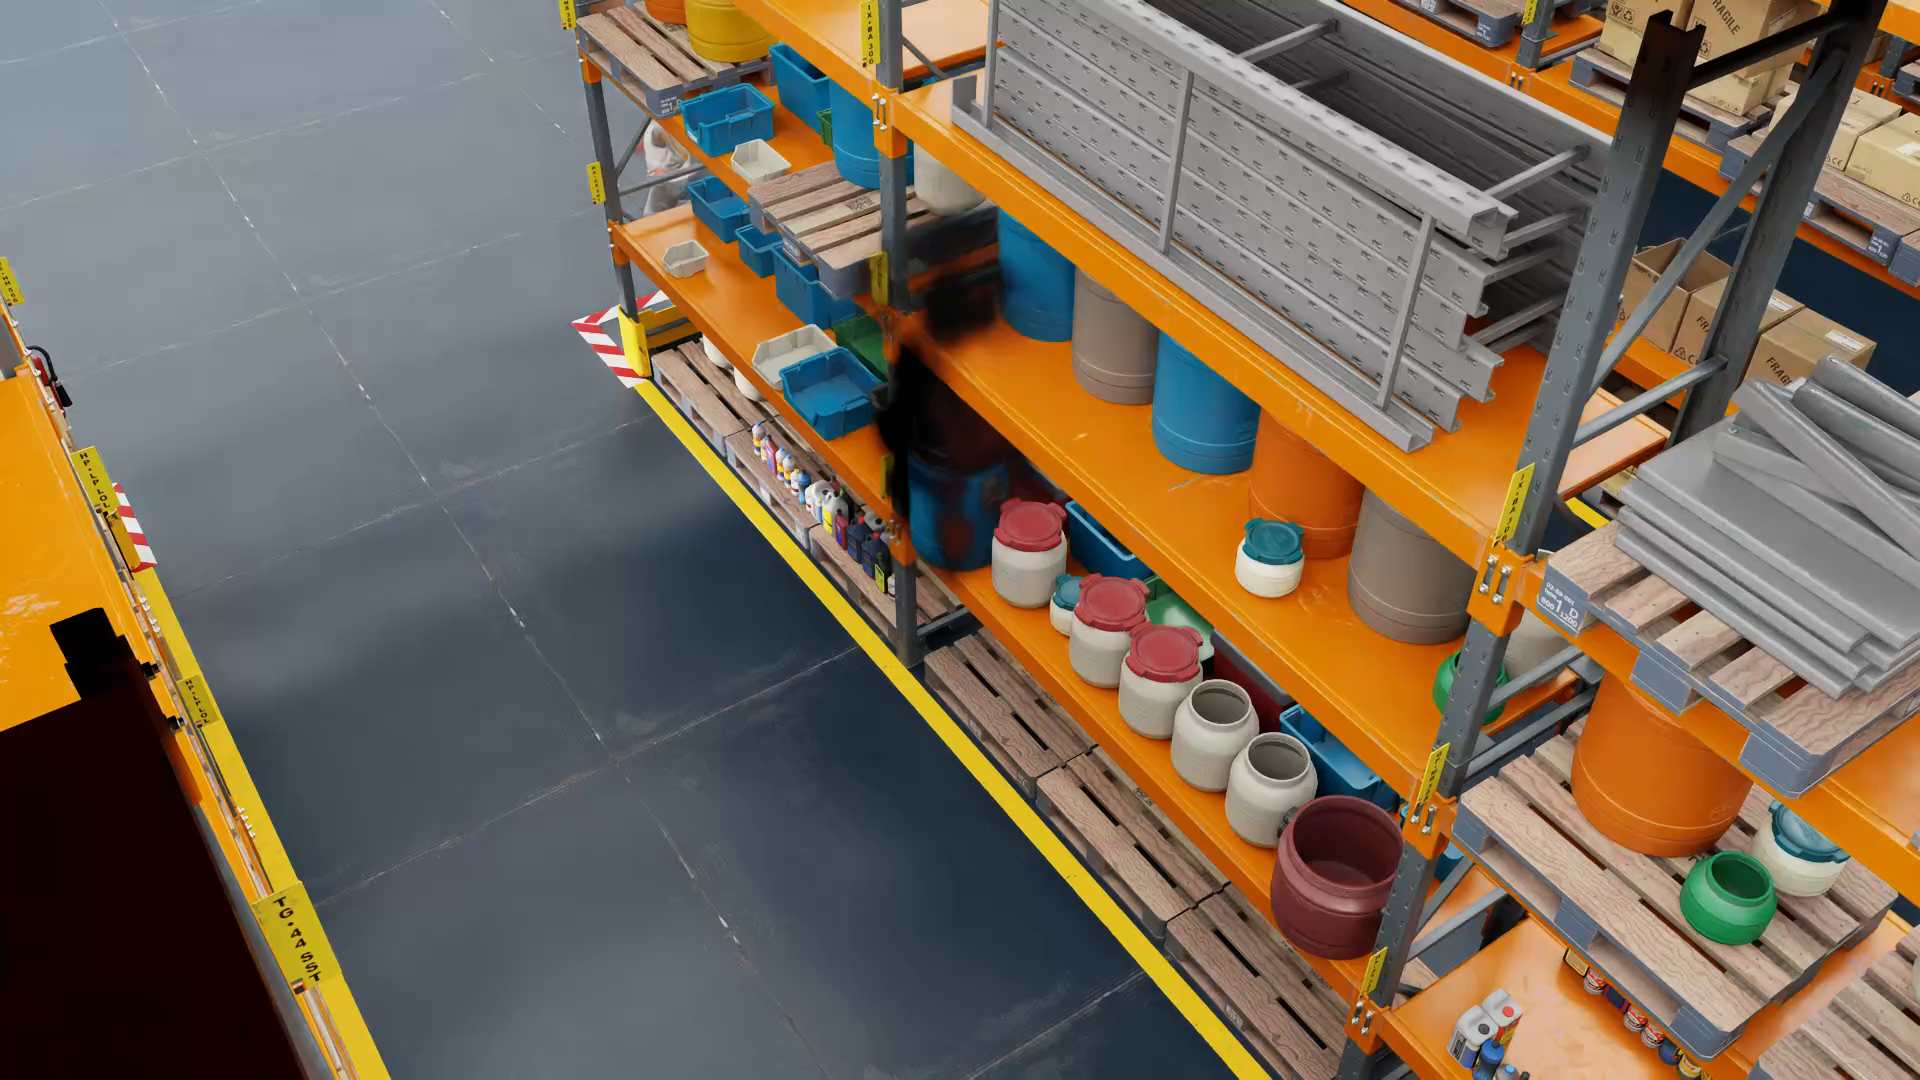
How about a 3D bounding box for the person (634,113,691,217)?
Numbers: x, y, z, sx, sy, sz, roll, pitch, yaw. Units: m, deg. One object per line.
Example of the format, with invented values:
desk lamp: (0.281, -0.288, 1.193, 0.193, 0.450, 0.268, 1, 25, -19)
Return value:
person: (-2.360, -3.087, 13.852, 0.765, 1.735, 0.675, -4, 43, -4)
